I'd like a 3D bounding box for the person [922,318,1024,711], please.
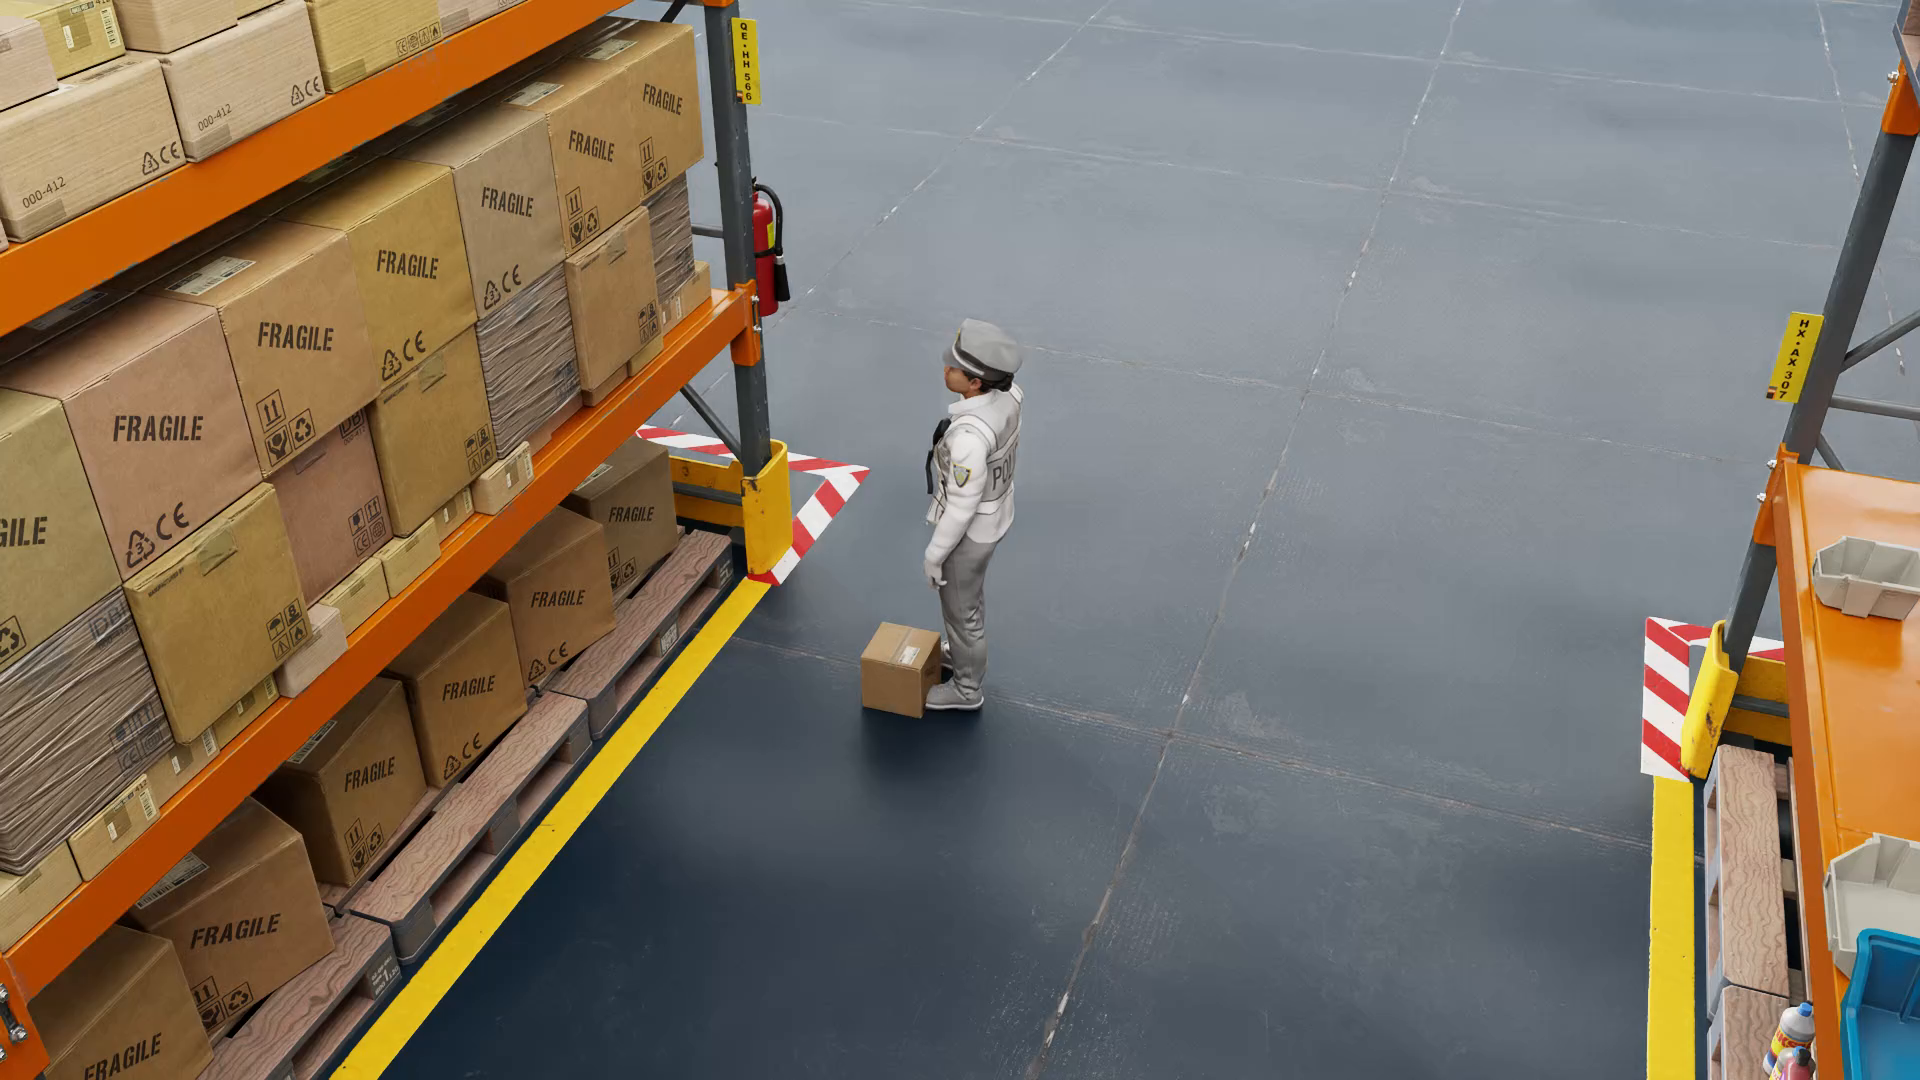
[{"bbox_3d":[-0.030,-0.068,6.197,0.530,1.694,0.586,11,35,16],"label":"person"}]
